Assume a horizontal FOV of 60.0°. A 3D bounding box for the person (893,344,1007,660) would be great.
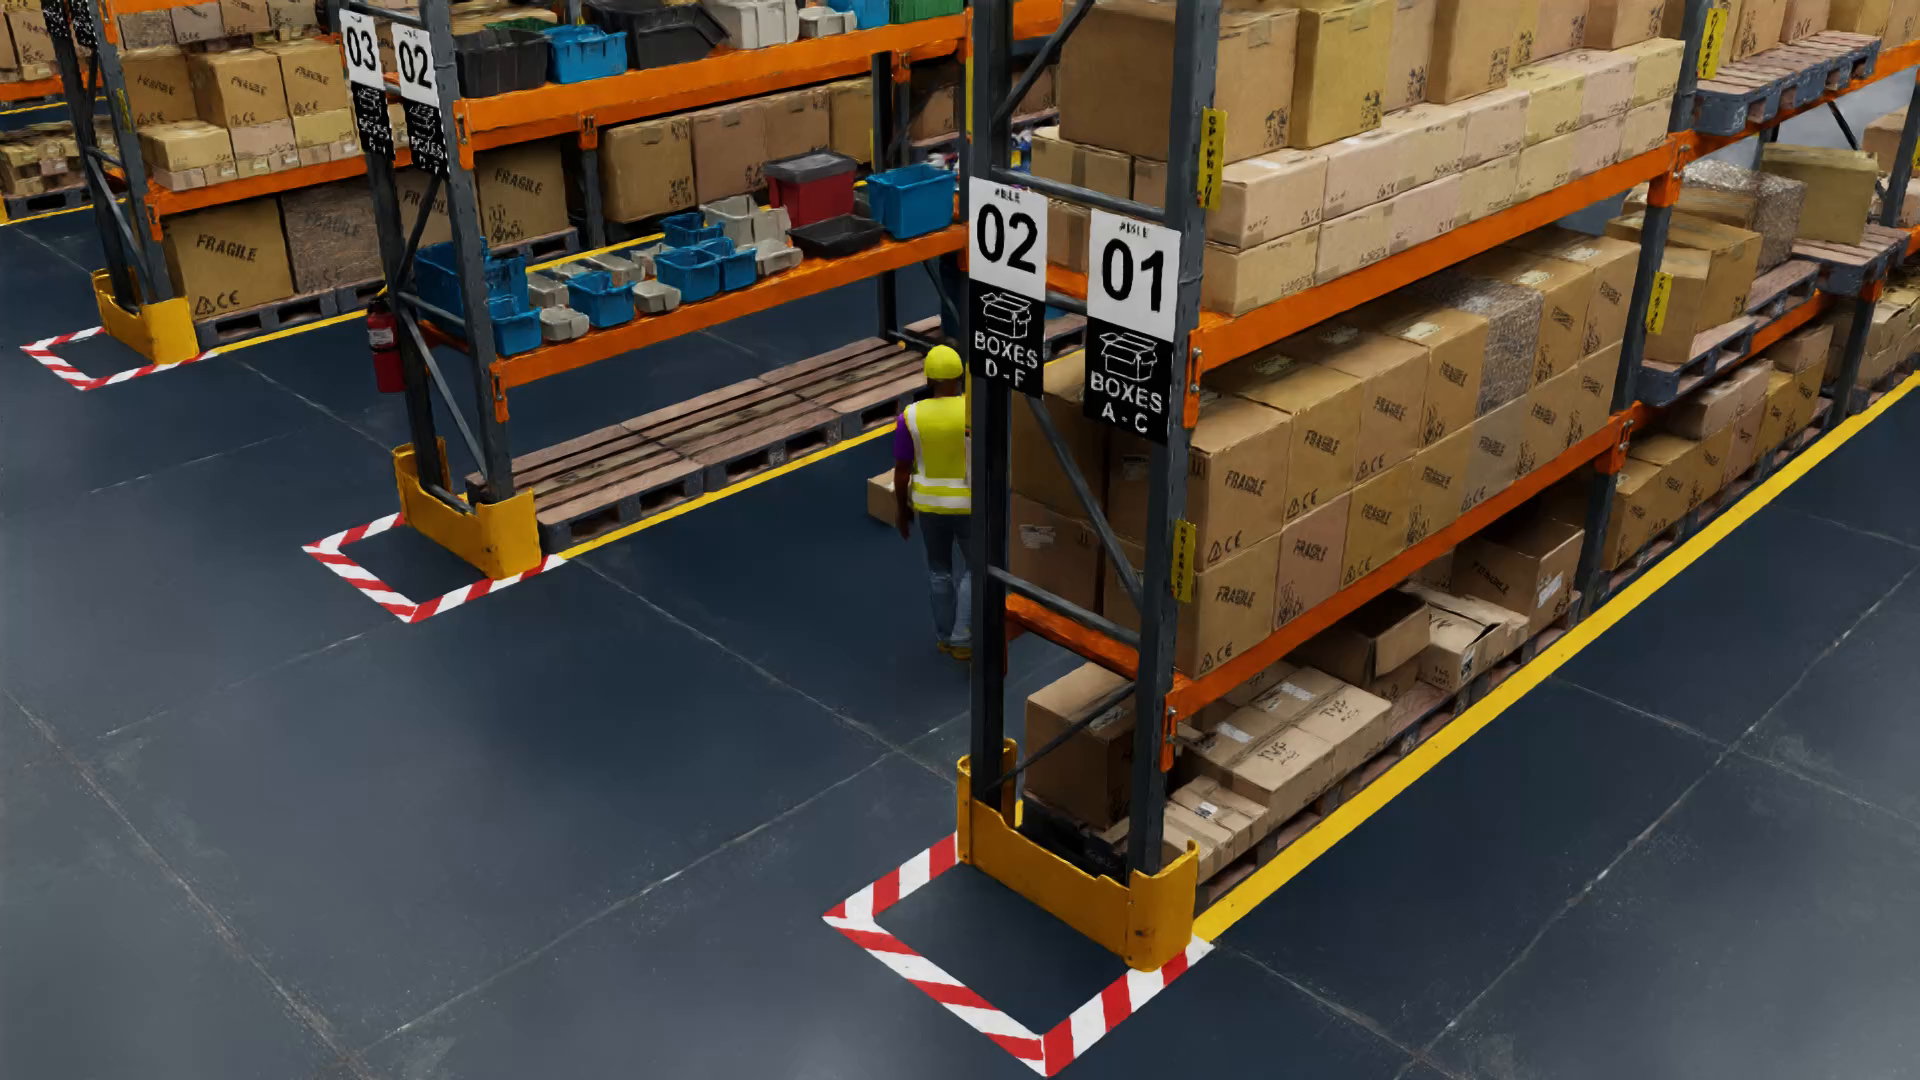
[{"bbox_3d":[-0.055,-0.164,8.913,0.613,1.751,0.570,5,28,9],"label":"person"}]
